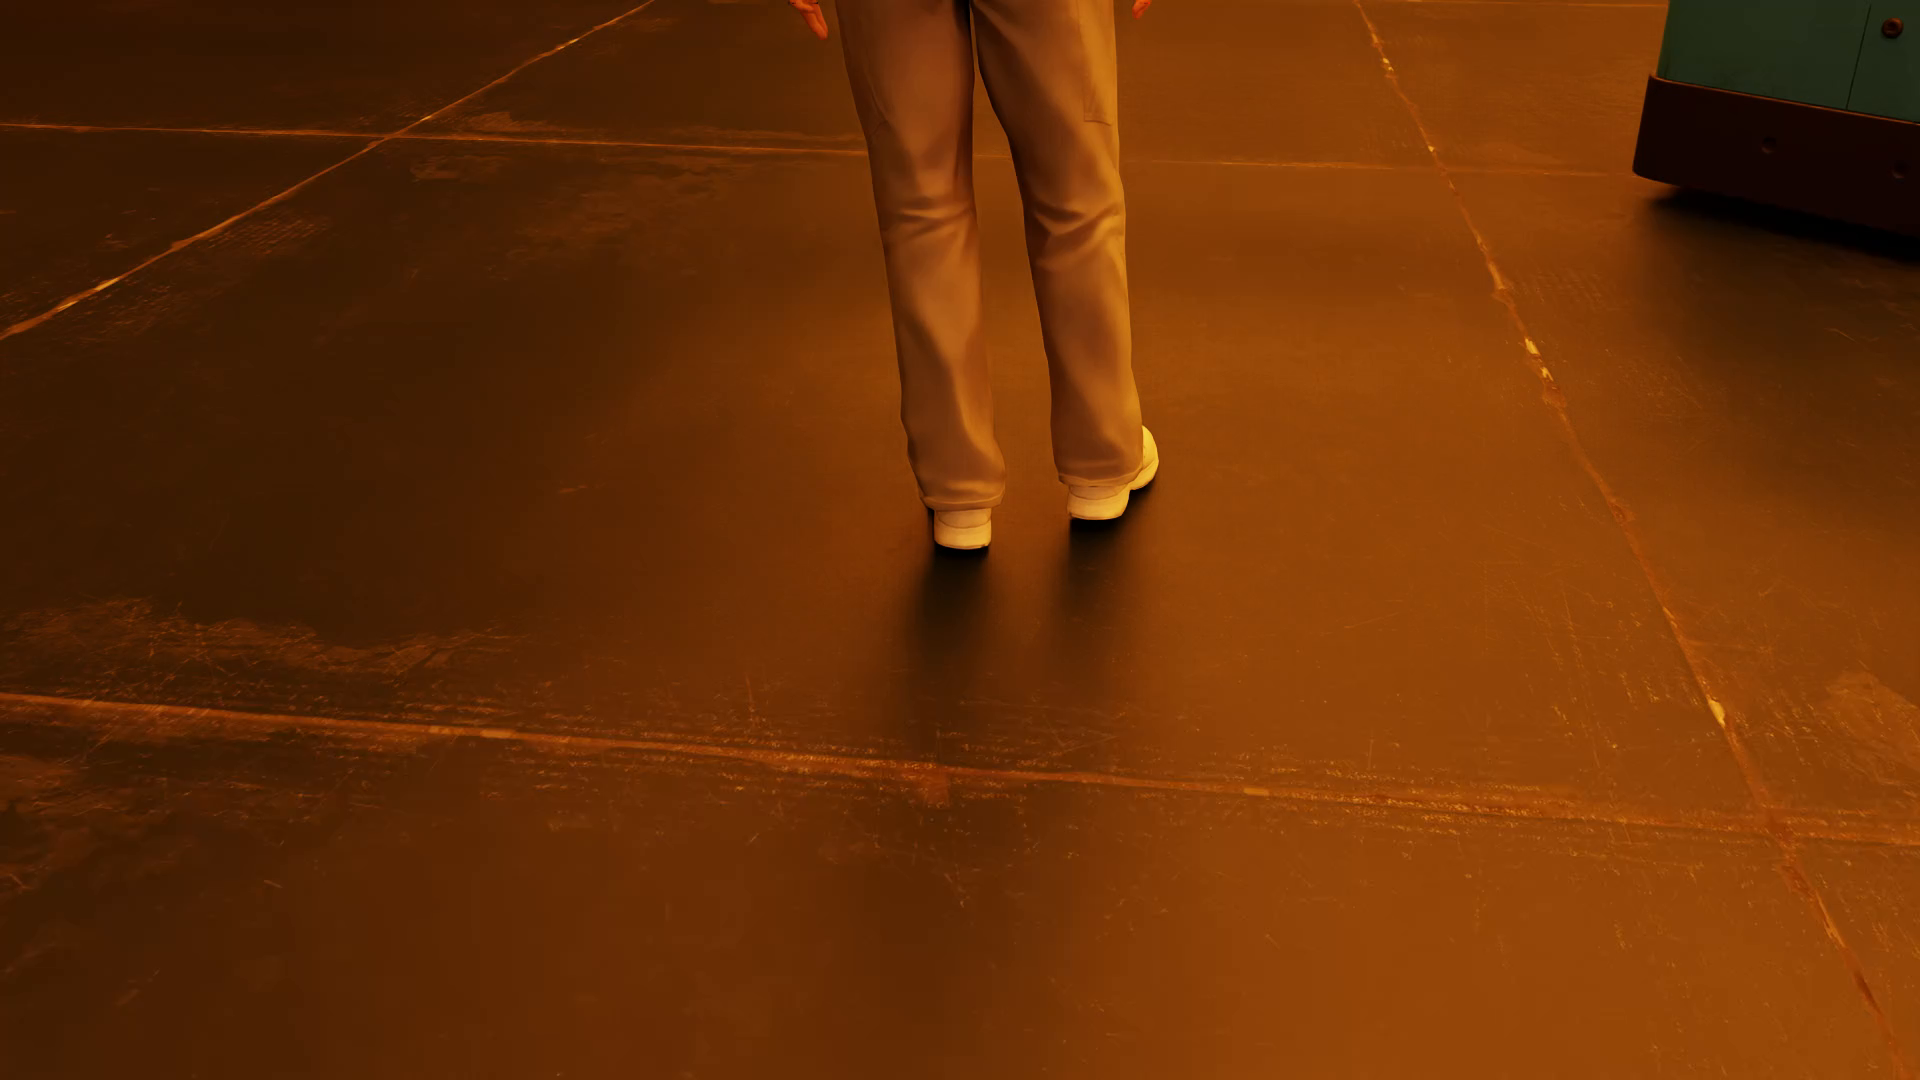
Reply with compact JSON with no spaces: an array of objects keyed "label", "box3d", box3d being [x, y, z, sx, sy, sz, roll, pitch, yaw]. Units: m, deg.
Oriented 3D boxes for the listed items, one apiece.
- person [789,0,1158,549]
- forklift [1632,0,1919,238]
[{"label":"person","box3d":[0.023,-0.788,2.186,0.550,1.675,0.549,3,27,7]},{"label":"forklift","box3d":[3.170,-2.410,4.049,3.031,2.935,1.130,-19,32,-34]}]
